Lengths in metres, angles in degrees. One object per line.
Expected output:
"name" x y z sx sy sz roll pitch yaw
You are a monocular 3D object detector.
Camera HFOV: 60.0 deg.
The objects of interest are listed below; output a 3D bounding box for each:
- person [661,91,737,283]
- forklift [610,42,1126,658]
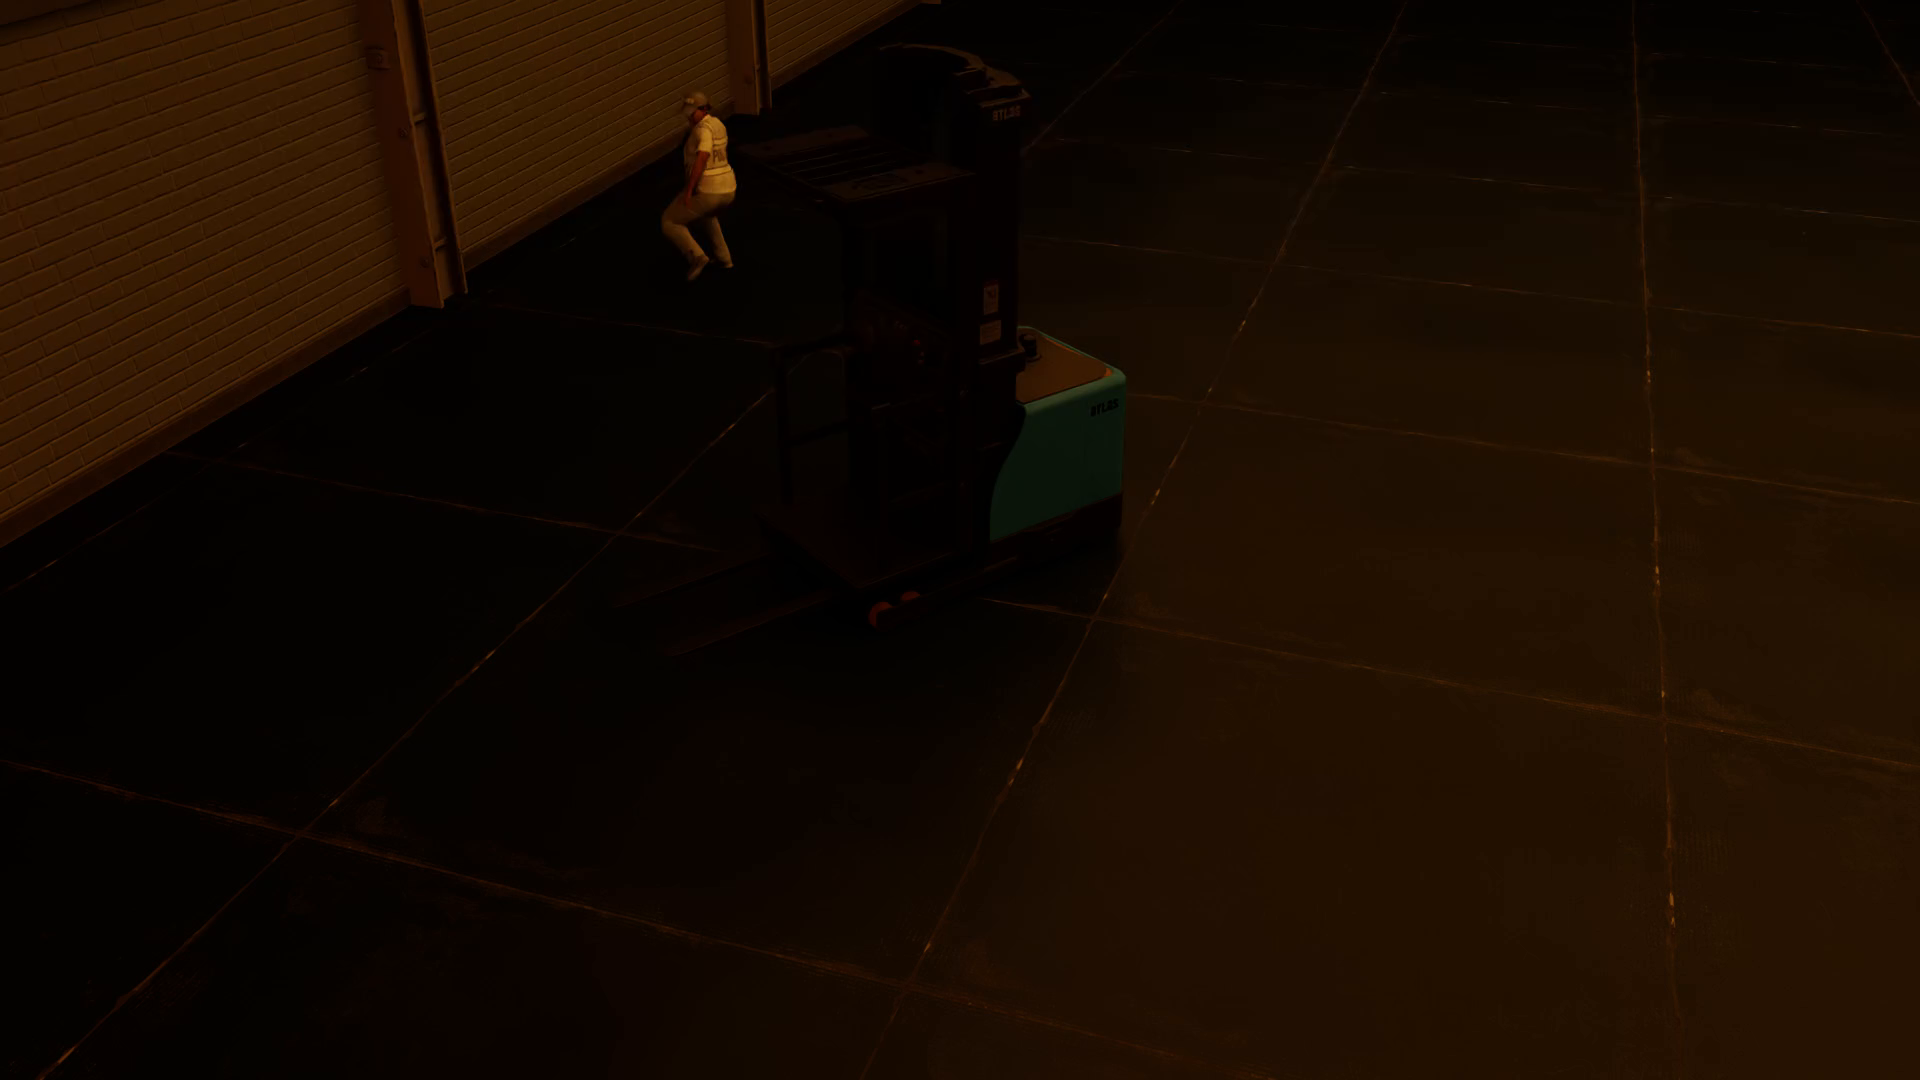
"person" -2.111 -2.901 13.662 0.527 1.554 0.871 14 33 23
"forklift" -0.500 -1.059 8.994 3.031 2.935 1.130 -21 36 -32
